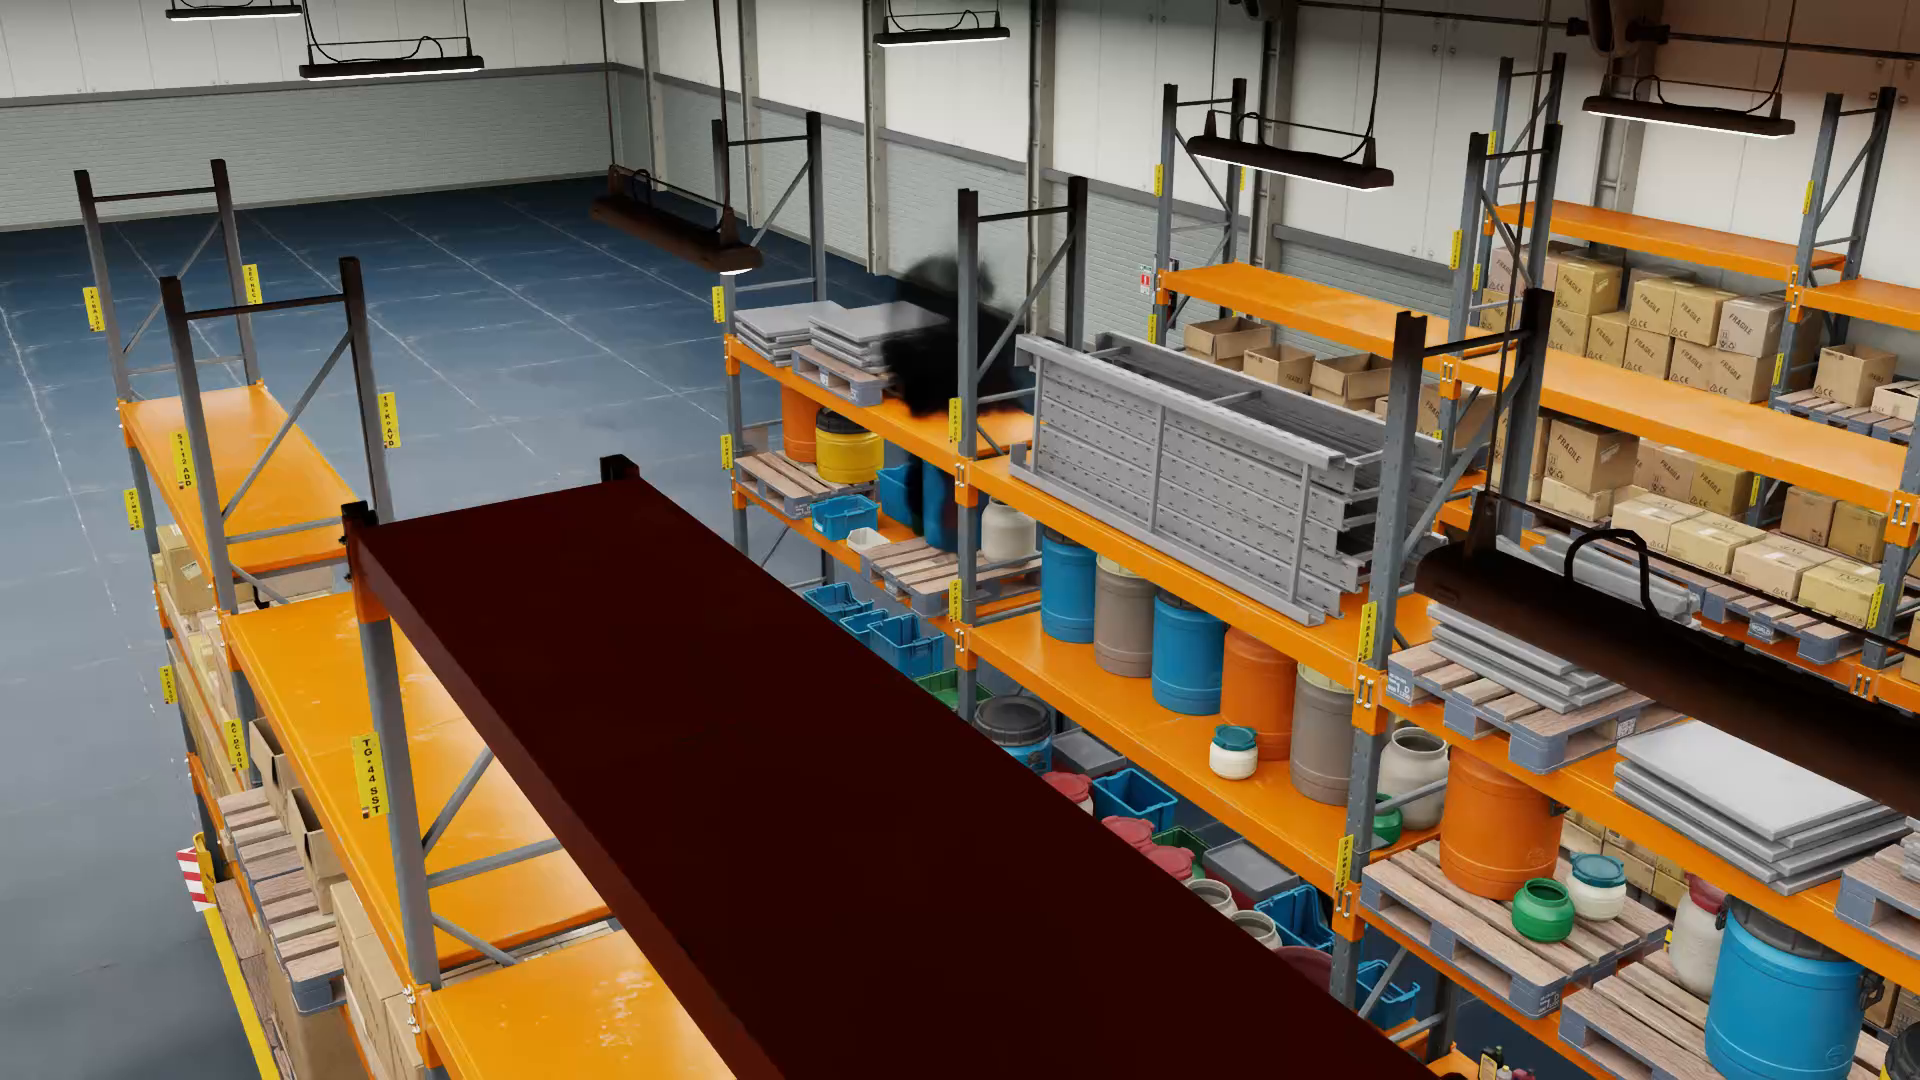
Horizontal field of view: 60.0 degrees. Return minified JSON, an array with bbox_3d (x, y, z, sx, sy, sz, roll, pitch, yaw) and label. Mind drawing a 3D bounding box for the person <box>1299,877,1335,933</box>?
[{"bbox_3d":[2.719,2.317,12.755,0.740,1.862,0.811,-12,25,-28],"label":"person"}]
